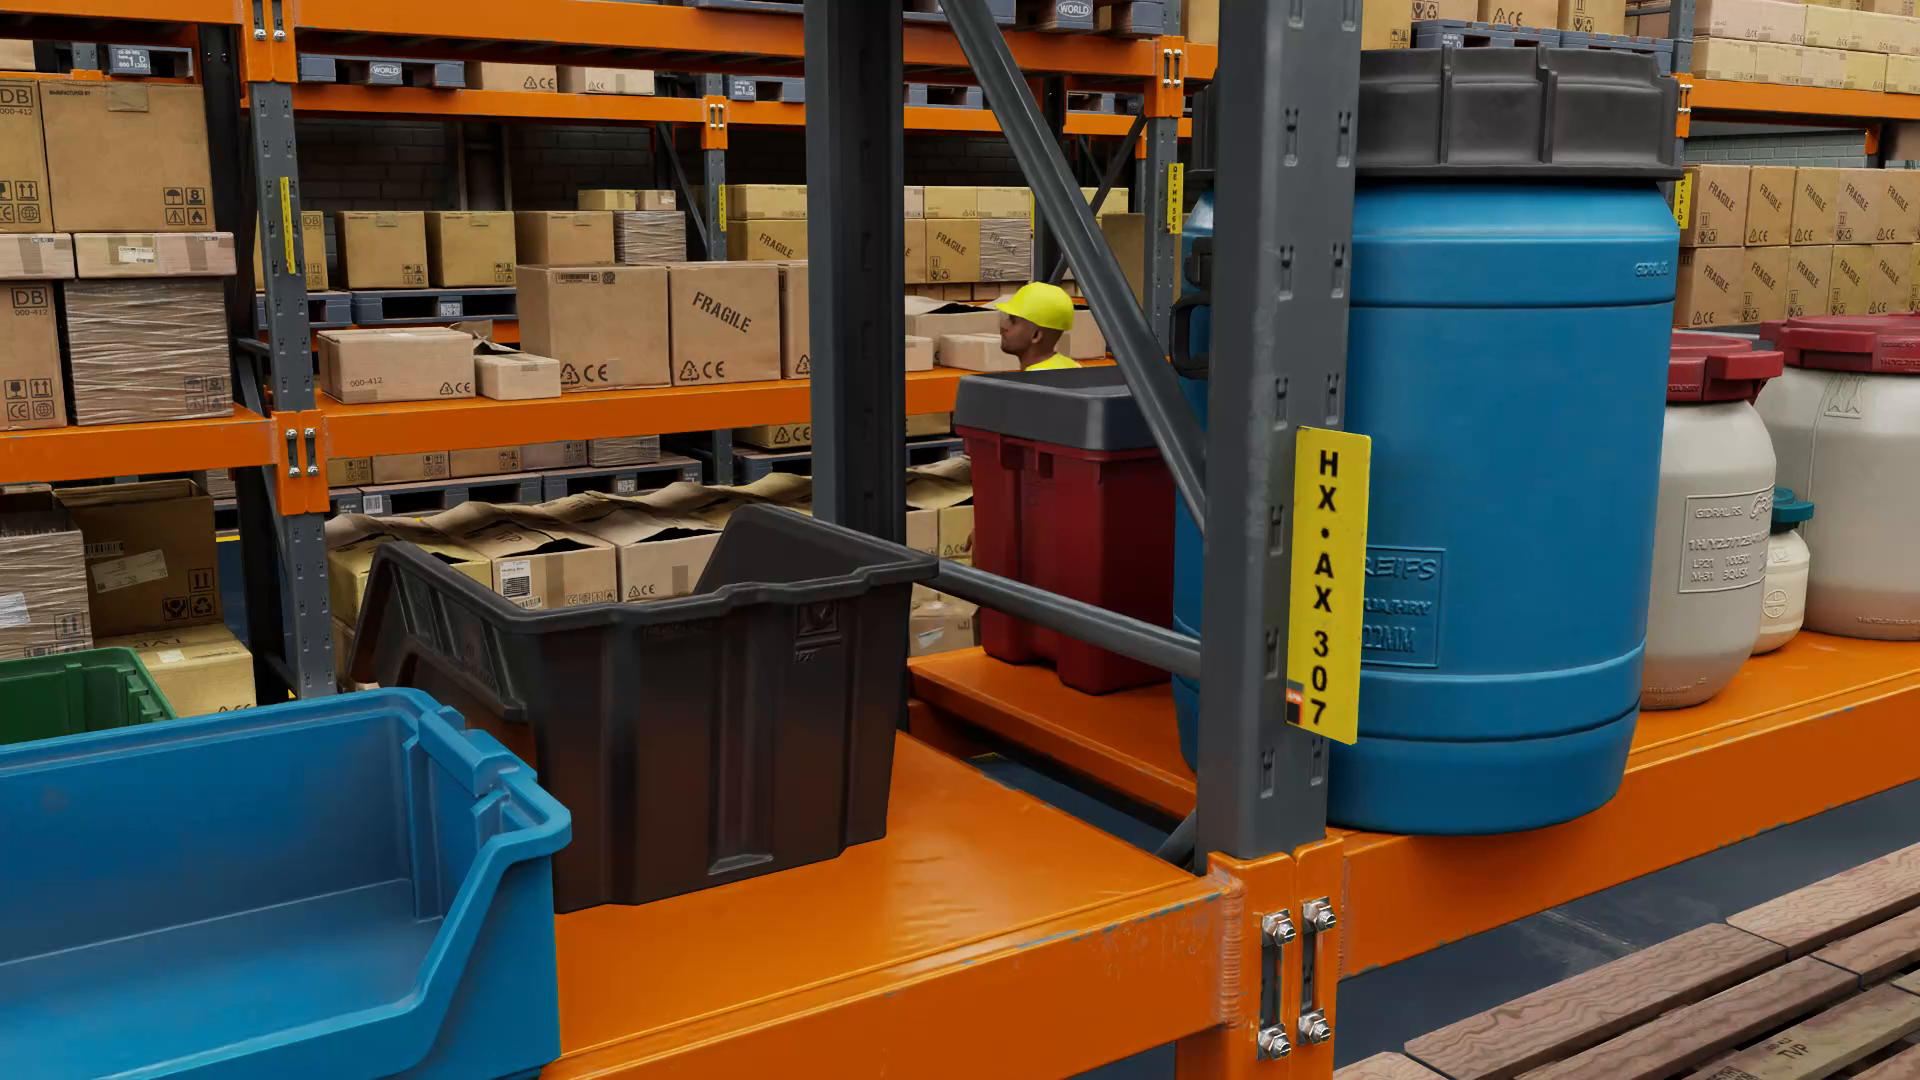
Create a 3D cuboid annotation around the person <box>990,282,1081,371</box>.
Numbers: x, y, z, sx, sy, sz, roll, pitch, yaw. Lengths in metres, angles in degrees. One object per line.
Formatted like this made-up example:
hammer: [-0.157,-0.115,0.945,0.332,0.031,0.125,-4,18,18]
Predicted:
person: [0.168,-0.075,6.214,0.577,1.765,0.656,3,12,14]
